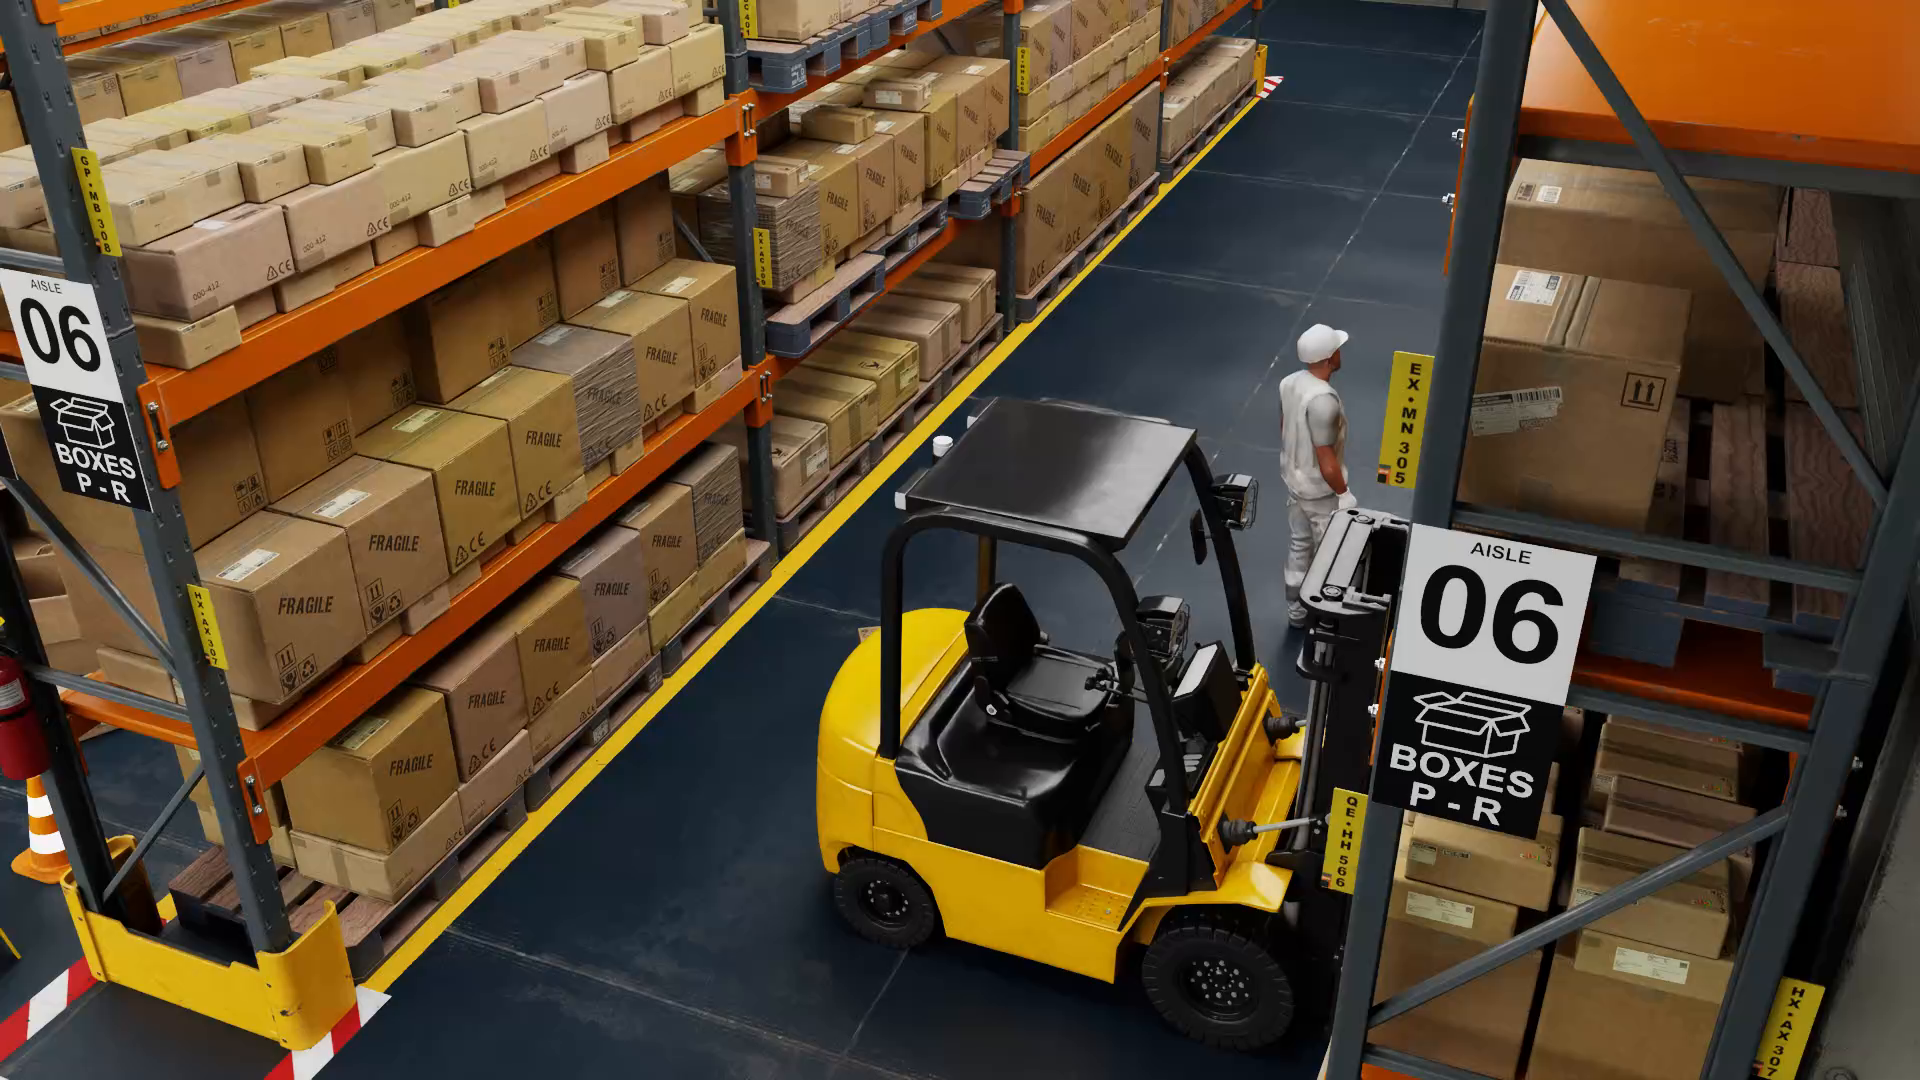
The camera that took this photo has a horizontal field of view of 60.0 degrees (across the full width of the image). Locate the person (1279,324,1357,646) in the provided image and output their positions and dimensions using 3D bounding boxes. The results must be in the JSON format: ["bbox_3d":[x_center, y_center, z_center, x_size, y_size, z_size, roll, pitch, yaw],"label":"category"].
[{"bbox_3d":[1.981,-0.307,8.904,0.566,1.787,0.637,-7,30,-12],"label":"person"}]
